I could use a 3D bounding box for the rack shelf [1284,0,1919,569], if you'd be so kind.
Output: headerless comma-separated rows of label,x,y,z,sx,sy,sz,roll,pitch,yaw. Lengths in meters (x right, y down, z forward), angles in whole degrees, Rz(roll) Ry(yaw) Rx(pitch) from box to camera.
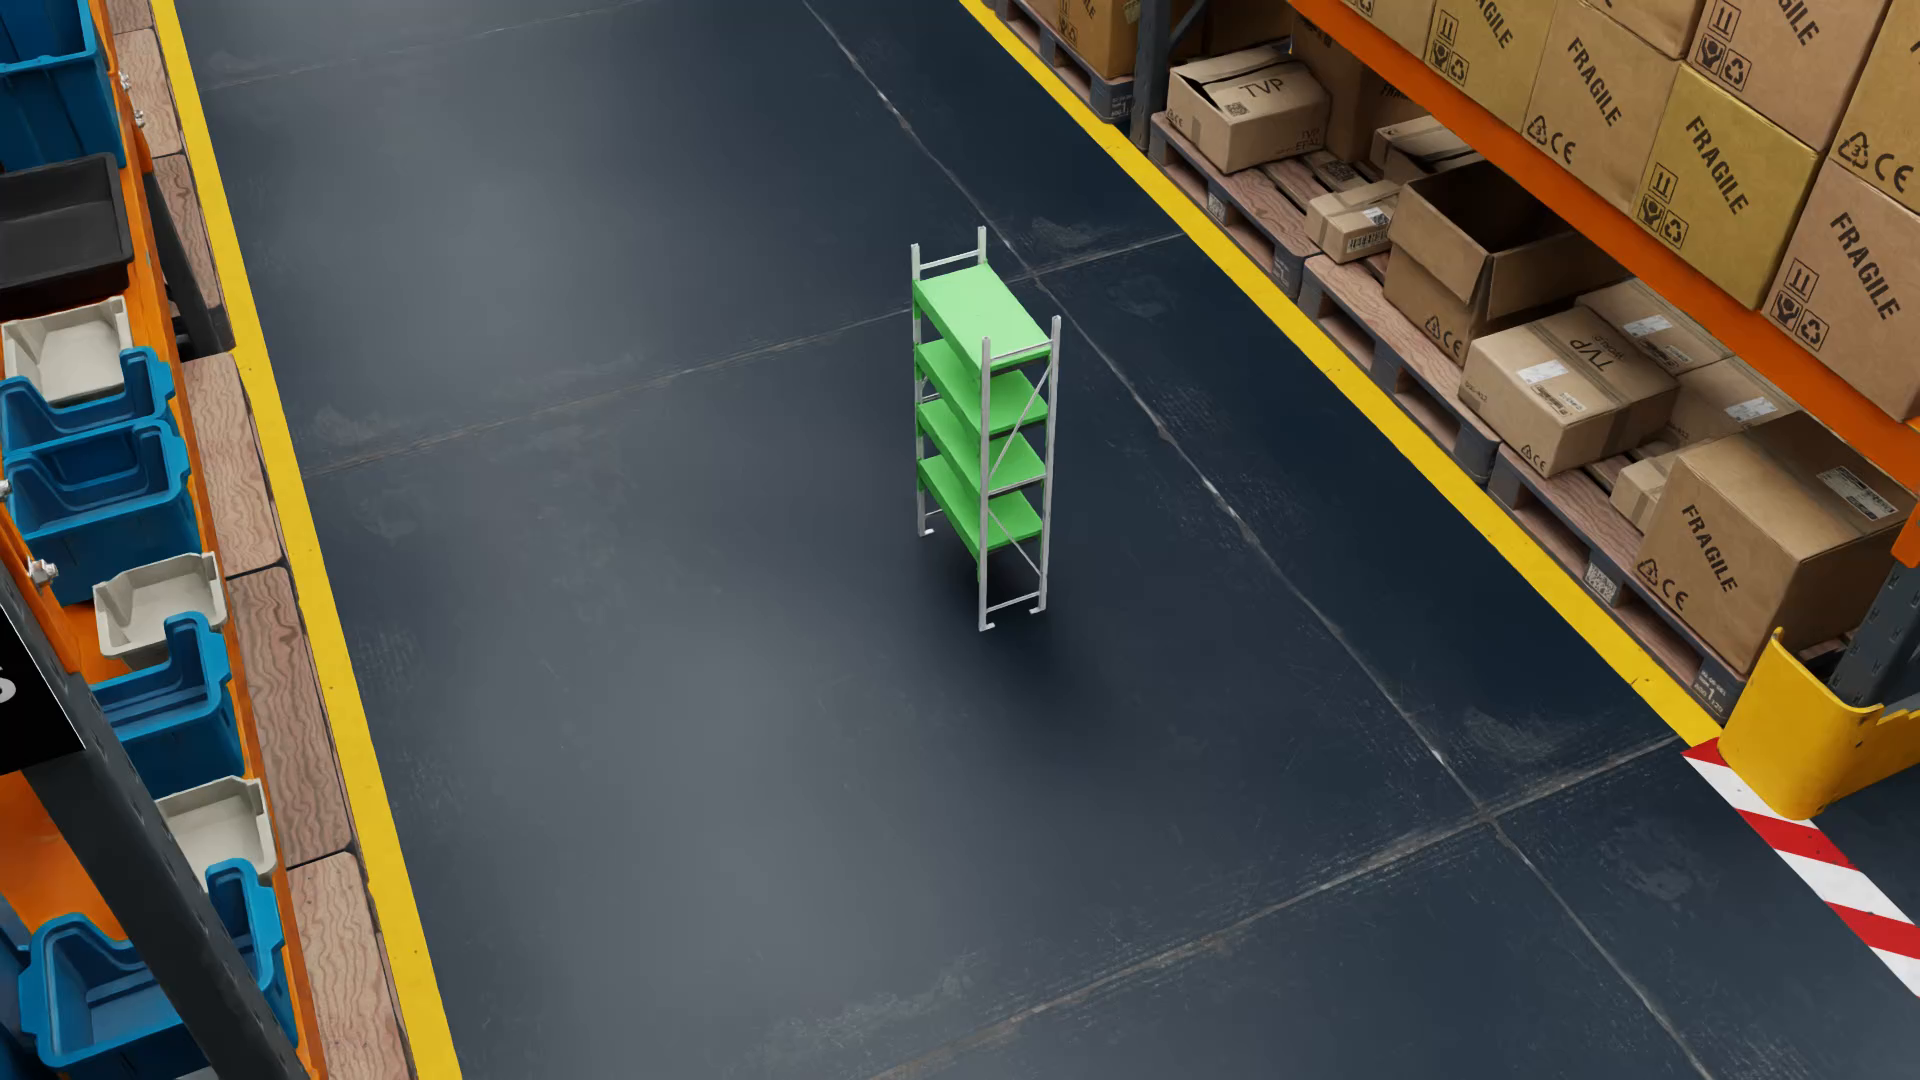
rack shelf,2.092,-1.476,5.622,1.077,0.370,4.000,-18,47,-17

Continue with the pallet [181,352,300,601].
pallet,-2.900,-0.096,5.697,1.003,0.211,1.213,-18,47,-17

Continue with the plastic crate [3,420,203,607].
plastic crate,-1.922,-0.052,3.744,0.416,0.233,0.300,-18,47,-17

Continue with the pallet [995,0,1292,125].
pallet,0.875,-2.521,8.154,1.003,0.211,1.213,-18,47,-17

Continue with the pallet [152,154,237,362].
pallet,-3.531,-1.057,6.671,1.003,0.211,1.213,-18,47,-17

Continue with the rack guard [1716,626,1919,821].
rack guard,2.901,0.384,5.005,1.175,0.500,0.348,-18,47,-17

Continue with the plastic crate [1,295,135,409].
plastic crate,-2.240,-0.452,4.218,0.293,0.136,0.466,-18,47,-17

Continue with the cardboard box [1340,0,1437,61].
cardboard box,1.645,-1.992,5.562,0.500,0.500,0.500,-18,47,-18

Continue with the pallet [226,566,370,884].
pallet,-2.384,0.683,4.908,1.003,0.211,1.213,-18,47,-17

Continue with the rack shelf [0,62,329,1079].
rack shelf,-2.404,-0.015,4.142,1.077,0.370,4.000,-18,47,-17

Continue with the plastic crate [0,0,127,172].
plastic crate,-2.739,-1.365,4.966,0.392,0.384,0.575,-18,47,-17

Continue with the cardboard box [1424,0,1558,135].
cardboard box,1.860,-1.668,5.234,0.500,0.500,0.500,-19,48,-18

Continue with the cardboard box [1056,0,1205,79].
cardboard box,0.783,-2.503,7.617,0.500,0.500,0.500,-18,47,-18

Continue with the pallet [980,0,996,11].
pallet,0.358,-3.299,8.943,1.003,0.211,1.213,-18,47,-17

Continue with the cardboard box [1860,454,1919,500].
cardboard box,2.964,-0.133,5.453,0.380,0.166,0.250,-18,47,-17

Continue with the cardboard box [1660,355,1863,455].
cardboard box,2.751,-0.384,5.648,0.500,0.250,0.500,-18,47,-17

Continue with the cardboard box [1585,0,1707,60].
cardboard box,2.061,-1.702,4.556,0.500,0.500,0.500,-17,47,-16

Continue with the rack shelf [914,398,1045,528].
rack shelf,0.070,-0.276,5.267,0.258,0.148,0.480,-18,47,-17

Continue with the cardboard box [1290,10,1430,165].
cardboard box,1.748,-1.994,7.101,0.500,0.500,0.500,-18,47,-17

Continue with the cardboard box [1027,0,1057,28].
cardboard box,0.583,-2.820,7.939,0.500,0.500,0.500,-18,47,-17

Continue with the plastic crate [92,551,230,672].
plastic crate,-1.713,0.160,3.597,0.250,0.136,0.298,-18,47,-17

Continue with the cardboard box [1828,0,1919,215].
cardboard box,2.496,-1.051,3.896,0.500,0.500,0.500,-18,48,-18

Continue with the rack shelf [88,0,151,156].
rack shelf,-4.086,-2.564,6.725,1.077,0.370,4.000,-18,47,-17

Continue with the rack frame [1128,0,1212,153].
rack frame,1.251,-3.006,6.661,1.000,3.000,0.127,-18,47,-17

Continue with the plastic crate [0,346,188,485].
plastic crate,-2.048,-0.243,3.937,0.416,0.233,0.300,-18,47,-17

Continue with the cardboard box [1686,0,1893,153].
cardboard box,2.283,-1.373,4.222,0.500,0.500,0.500,-17,47,-16

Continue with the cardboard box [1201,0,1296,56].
cardboard box,1.269,-2.653,7.770,0.500,0.500,0.500,-20,48,-19

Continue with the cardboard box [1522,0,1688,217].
cardboard box,2.071,-1.347,4.908,0.500,0.500,0.500,-18,47,-17

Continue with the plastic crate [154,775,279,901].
plastic crate,-1.428,0.592,3.159,0.250,0.136,0.298,-18,47,-17

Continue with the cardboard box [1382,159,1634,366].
cardboard box,2.046,-1.078,6.171,0.797,0.503,0.637,-18,47,-17

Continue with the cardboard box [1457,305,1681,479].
cardboard box,2.109,-0.523,5.789,0.500,0.250,0.500,-18,47,-17

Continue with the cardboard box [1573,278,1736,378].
cardboard box,2.541,-0.702,5.971,0.500,0.250,0.500,-18,47,-17

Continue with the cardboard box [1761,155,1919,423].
cardboard box,2.498,-0.698,4.250,0.500,0.500,0.500,-17,47,-16

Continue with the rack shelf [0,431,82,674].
rack shelf,-2.404,-1.083,3.088,1.077,0.370,4.000,-18,47,-17

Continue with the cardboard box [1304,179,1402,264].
cardboard box,1.604,-1.275,6.610,0.380,0.166,0.250,-18,47,-17

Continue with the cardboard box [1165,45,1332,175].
cardboard box,1.231,-1.874,7.115,0.500,0.311,0.500,-18,47,-17

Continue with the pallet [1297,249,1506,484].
pallet,2.056,-0.797,6.408,1.003,0.211,1.213,-18,47,-17

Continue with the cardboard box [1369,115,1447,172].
cardboard box,1.960,-1.647,7.000,0.380,0.149,0.250,-18,47,-17

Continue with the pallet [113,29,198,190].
pallet,-4.048,-1.836,7.460,1.003,0.211,1.213,-18,47,-17

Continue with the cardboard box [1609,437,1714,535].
cardboard box,2.392,-0.164,5.484,0.380,0.166,0.250,-18,47,-17

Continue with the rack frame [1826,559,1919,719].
rack frame,2.933,-0.457,4.078,1.000,3.000,0.127,-18,47,-17

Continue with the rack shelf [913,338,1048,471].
rack shelf,0.070,-0.447,5.098,0.258,0.148,0.480,-18,47,-17

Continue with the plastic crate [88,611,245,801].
plastic crate,-1.645,0.368,3.318,0.416,0.233,0.300,-18,47,-17

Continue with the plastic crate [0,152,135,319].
plastic crate,-2.530,-0.835,4.614,0.437,0.125,0.590,-18,47,-17

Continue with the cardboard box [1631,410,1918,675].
cardboard box,2.481,0.002,5.078,0.500,0.500,0.500,-18,47,-17

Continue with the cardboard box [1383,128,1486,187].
cardboard box,2.063,-1.448,6.683,0.500,0.311,0.500,-18,47,-17

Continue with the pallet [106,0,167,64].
pallet,-4.557,-2.612,8.247,1.003,0.211,1.213,-18,47,-17

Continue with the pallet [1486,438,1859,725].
pallet,2.565,-0.021,5.621,1.003,0.211,1.213,-18,47,-17

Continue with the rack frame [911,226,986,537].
rack frame,-0.033,-0.477,5.379,0.240,1.200,0.015,-18,47,-17

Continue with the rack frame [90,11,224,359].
rack frame,-3.245,-1.546,5.181,1.000,3.000,0.127,-18,47,-17

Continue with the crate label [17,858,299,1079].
crate label,-1.368,0.787,2.893,0.416,0.233,0.303,-18,47,-17

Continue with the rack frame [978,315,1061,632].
rack frame,0.172,-0.166,5.064,0.240,1.200,0.015,-18,47,-17

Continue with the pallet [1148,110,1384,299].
pallet,1.539,-1.576,7.197,1.003,0.211,1.213,-18,47,-17

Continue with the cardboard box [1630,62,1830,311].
cardboard box,2.276,-1.027,4.584,0.500,0.500,0.500,-18,47,-17

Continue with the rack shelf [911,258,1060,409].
rack shelf,0.070,-0.618,4.929,0.258,0.148,0.480,-18,47,-17

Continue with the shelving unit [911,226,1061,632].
shelving unit,0.070,-0.322,5.222,0.258,1.200,0.503,-18,47,-17

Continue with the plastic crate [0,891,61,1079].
plastic crate,-1.873,0.811,2.724,0.616,0.435,0.499,-18,47,-17

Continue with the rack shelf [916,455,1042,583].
rack shelf,0.070,-0.105,5.435,0.258,0.148,0.480,-18,47,-17

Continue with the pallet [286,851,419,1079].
pallet,-1.874,1.459,4.121,1.003,0.211,1.213,-18,47,-17

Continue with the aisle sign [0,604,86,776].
aisle sign,-1.263,0.036,1.727,0.394,0.787,0.004,-18,47,-17
